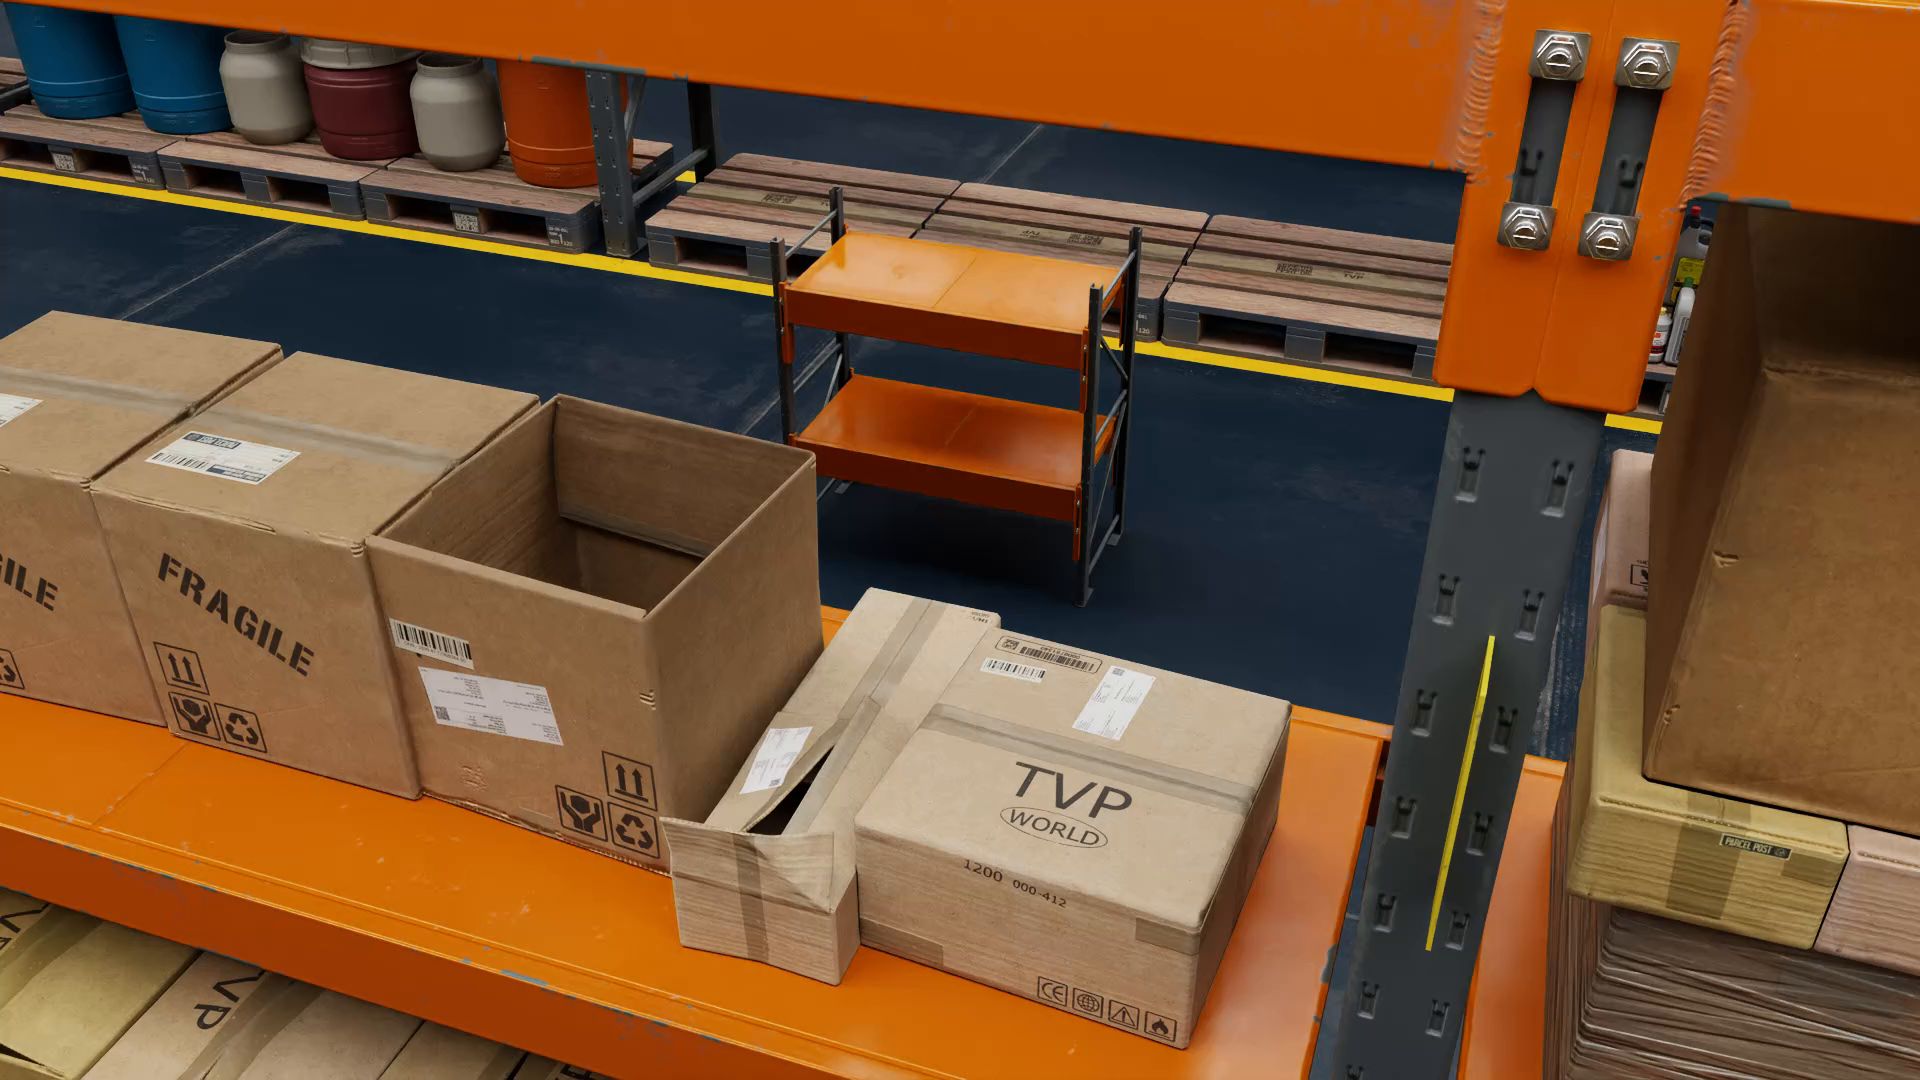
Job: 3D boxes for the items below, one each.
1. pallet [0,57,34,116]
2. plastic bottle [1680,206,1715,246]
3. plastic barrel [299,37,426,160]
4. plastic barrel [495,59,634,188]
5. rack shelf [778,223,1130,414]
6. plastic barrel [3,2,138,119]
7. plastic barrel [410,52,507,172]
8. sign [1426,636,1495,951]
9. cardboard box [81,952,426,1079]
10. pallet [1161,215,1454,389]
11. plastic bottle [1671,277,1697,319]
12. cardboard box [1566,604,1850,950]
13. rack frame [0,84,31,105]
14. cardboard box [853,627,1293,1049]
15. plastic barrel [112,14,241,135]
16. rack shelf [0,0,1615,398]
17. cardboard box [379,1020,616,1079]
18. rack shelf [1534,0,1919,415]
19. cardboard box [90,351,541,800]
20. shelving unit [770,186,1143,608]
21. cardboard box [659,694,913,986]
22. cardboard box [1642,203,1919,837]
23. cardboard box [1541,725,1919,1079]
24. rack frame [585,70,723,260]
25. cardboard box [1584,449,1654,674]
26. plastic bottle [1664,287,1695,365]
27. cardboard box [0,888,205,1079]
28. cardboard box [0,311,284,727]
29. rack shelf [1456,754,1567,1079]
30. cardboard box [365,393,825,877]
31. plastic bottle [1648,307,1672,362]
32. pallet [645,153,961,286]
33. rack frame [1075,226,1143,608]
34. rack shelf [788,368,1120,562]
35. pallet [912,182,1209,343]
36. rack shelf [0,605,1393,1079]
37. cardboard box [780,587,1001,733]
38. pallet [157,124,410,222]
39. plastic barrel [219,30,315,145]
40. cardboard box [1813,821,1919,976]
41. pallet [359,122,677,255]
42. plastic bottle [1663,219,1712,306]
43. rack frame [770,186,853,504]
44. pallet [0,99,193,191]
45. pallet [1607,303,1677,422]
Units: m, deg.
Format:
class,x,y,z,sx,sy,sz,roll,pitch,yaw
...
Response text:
class,x,y,z,sx,sy,sz,roll,pitch,yaw
pallet,-5.906,-2.513,9.448,1.213,0.211,1.003,11,34,16
plastic bottle,3.034,-1.207,6.891,0.185,0.351,0.144,10,34,15
plastic barrel,-2.964,-2.289,8.366,0.708,0.588,0.600,11,34,16
plastic barrel,-1.901,-2.184,7.980,0.708,0.830,0.600,11,34,16
rack shelf,-0.006,-0.720,5.288,1.000,0.278,0.538,11,34,16
plastic barrel,-4.694,-2.757,8.801,0.708,0.901,0.600,11,34,16
plastic barrel,-2.463,-2.108,8.156,0.421,0.512,0.421,0,33,0
sign,0.482,0.248,1.606,0.005,0.325,0.100,11,34,16
cardboard box,-1.255,0.960,3.129,0.500,0.311,0.500,11,34,16
pallet,1.578,-1.058,7.195,1.213,0.211,1.003,11,34,16
plastic bottle,2.832,-0.877,6.441,0.133,0.283,0.061,11,34,16
cardboard box,0.844,0.256,1.898,0.250,0.149,0.380,11,34,16
rack frame,-5.200,-3.570,8.514,0.127,3.000,1.000,11,34,16
cardboard box,0.178,0.418,2.476,0.500,0.250,0.500,13,35,19
plastic barrel,-4.027,-2.627,8.601,0.708,0.901,0.600,11,34,16
rack shelf,-1.227,-0.901,2.279,4.000,0.370,1.077,11,34,16
cardboard box,-0.783,1.053,2.984,0.500,0.311,0.500,11,34,16
rack shelf,2.539,-0.169,1.145,4.000,0.370,1.077,11,34,16
cardboard box,-1.029,0.044,2.825,0.500,0.500,0.500,11,34,17
shelving unit,-0.006,-0.474,5.447,1.048,1.125,0.538,11,34,16
cardboard box,-0.234,0.412,2.471,0.258,0.266,0.396,10,34,15
cardboard box,1.076,-0.087,1.830,0.500,0.500,0.700,11,34,17
cardboard box,1.076,0.459,2.182,0.500,0.500,0.700,10,34,15
rack frame,-1.435,-2.838,7.380,0.127,3.000,1.000,11,34,16
cardboard box,0.984,0.048,2.219,0.250,0.149,0.380,11,34,16
plastic bottle,2.796,-0.819,6.359,0.135,0.276,0.152,12,35,18
cardboard box,-1.739,0.866,3.274,0.500,0.311,0.500,10,34,15
cardboard box,-1.524,-0.053,2.974,0.500,0.500,0.500,9,34,14
rack shelf,2.539,1.091,1.958,4.000,0.370,1.077,11,34,16
cardboard box,-0.557,0.135,2.683,0.500,0.500,0.500,14,35,20
plastic bottle,2.674,-0.796,6.392,0.097,0.201,0.097,0,33,0
pallet,-0.719,-1.505,7.886,1.213,0.211,1.003,11,34,16
rack frame,0.472,-0.381,5.303,0.032,1.125,0.500,11,34,16
rack shelf,-0.006,-0.268,5.579,1.000,0.278,0.538,11,34,16
pallet,0.426,-1.281,7.539,1.213,0.211,1.003,11,34,16
rack shelf,-1.227,0.359,3.092,4.000,0.370,1.077,11,34,16
cardboard box,-0.109,0.262,2.811,0.250,0.149,0.380,11,34,16
pallet,-3.336,-2.014,8.674,1.213,0.211,1.003,11,34,16
plastic barrel,-3.526,-2.314,8.476,0.421,0.512,0.421,0,33,0
cardboard box,1.080,0.302,1.827,0.250,0.149,0.380,12,35,17
pallet,-2.191,-1.790,8.327,1.213,0.211,1.003,11,34,16
plastic bottle,2.985,-1.134,6.777,0.185,0.351,0.144,11,34,16
rack frame,-0.485,-0.567,5.591,0.032,1.125,0.500,11,34,16
pallet,-4.488,-2.236,9.019,1.213,0.211,1.003,11,34,16
pallet,2.949,-0.790,6.780,1.213,0.211,1.003,11,34,16
